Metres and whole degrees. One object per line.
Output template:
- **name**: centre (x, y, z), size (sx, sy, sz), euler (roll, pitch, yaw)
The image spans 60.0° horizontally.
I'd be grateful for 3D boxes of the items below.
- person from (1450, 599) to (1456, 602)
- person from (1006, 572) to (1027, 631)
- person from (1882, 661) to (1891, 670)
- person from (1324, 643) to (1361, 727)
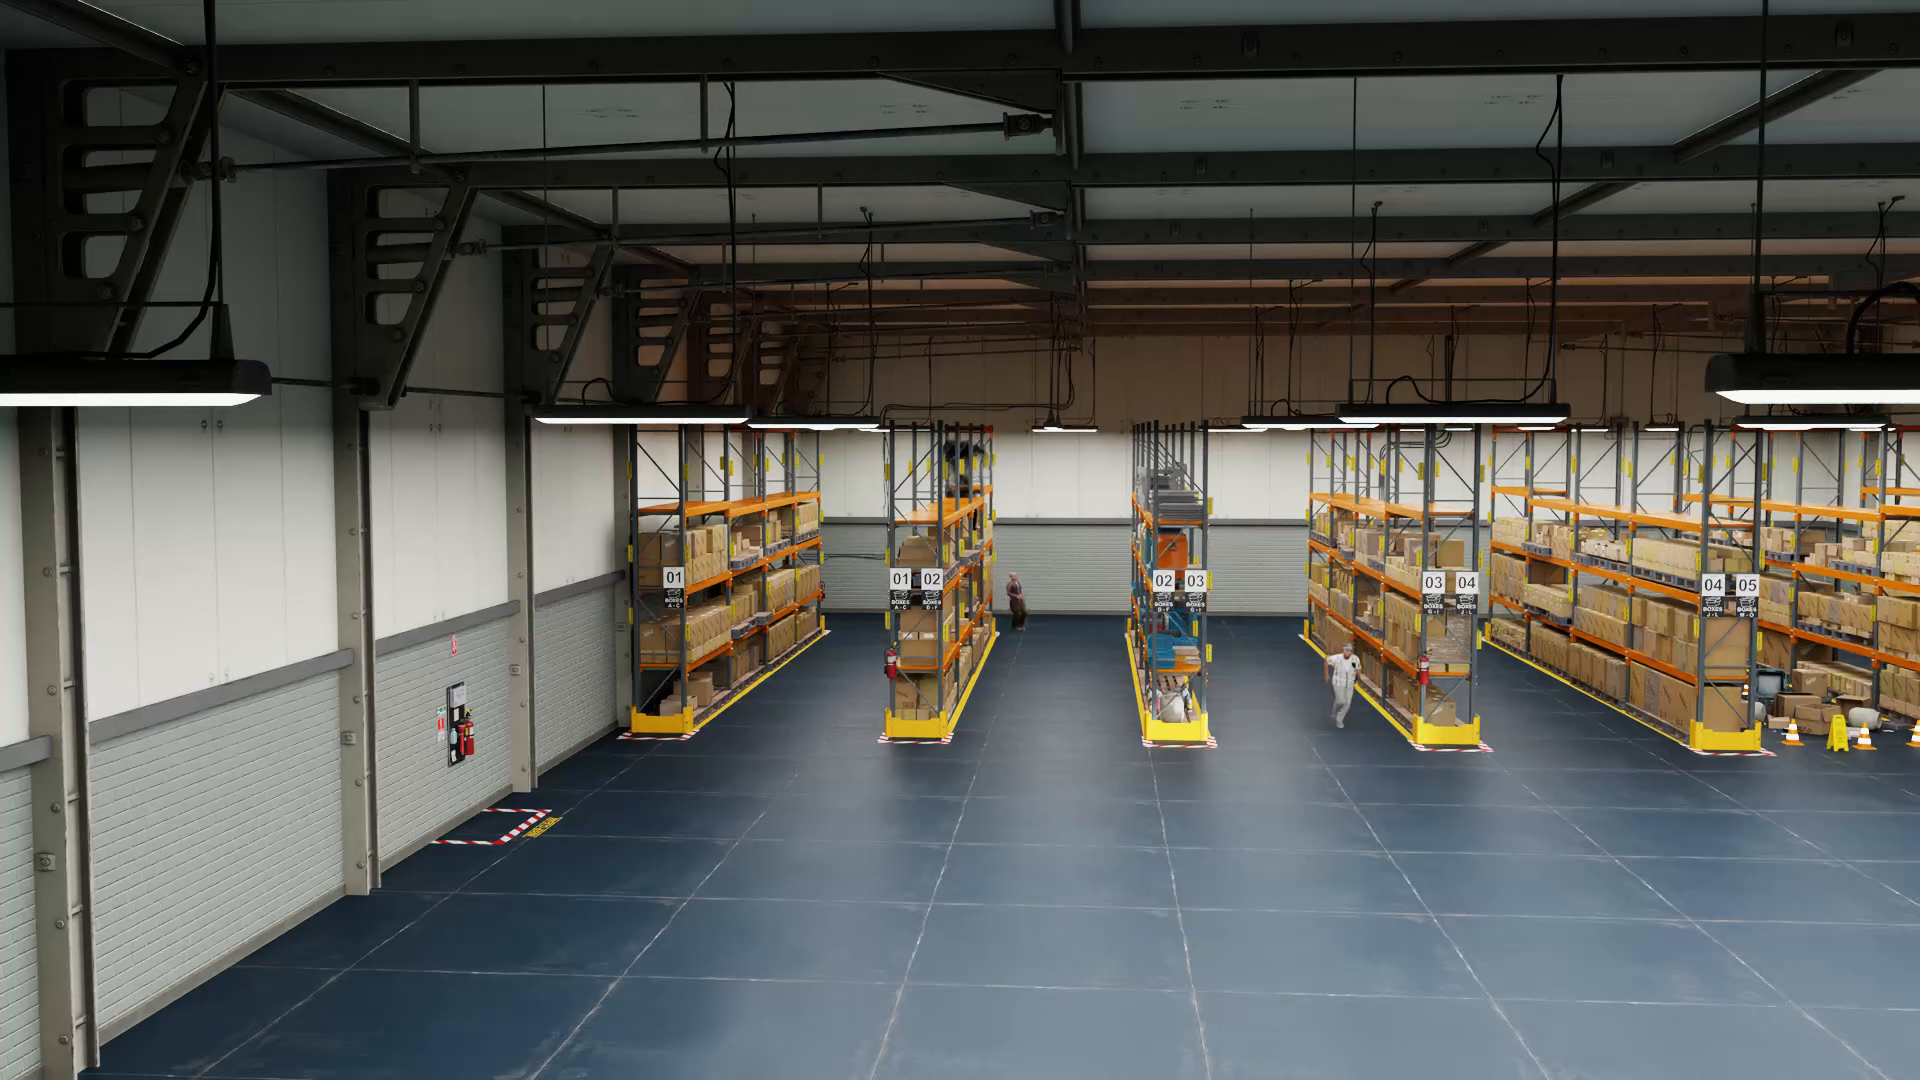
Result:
- **person**: centre (13.927, 1.963, 46.737), size (0.648, 1.670, 0.626), euler (3, 5, 37)
- **person**: centre (1.624, 1.802, 48.335), size (0.713, 1.753, 0.661), euler (-3, 5, -42)
- **person**: centre (21.346, 2.525, 38.283), size (0.573, 1.567, 0.476), euler (0, 4, -6)
- **person**: centre (7.487, 2.831, 32.408), size (0.647, 1.693, 0.738), euler (-1, 4, -8)
